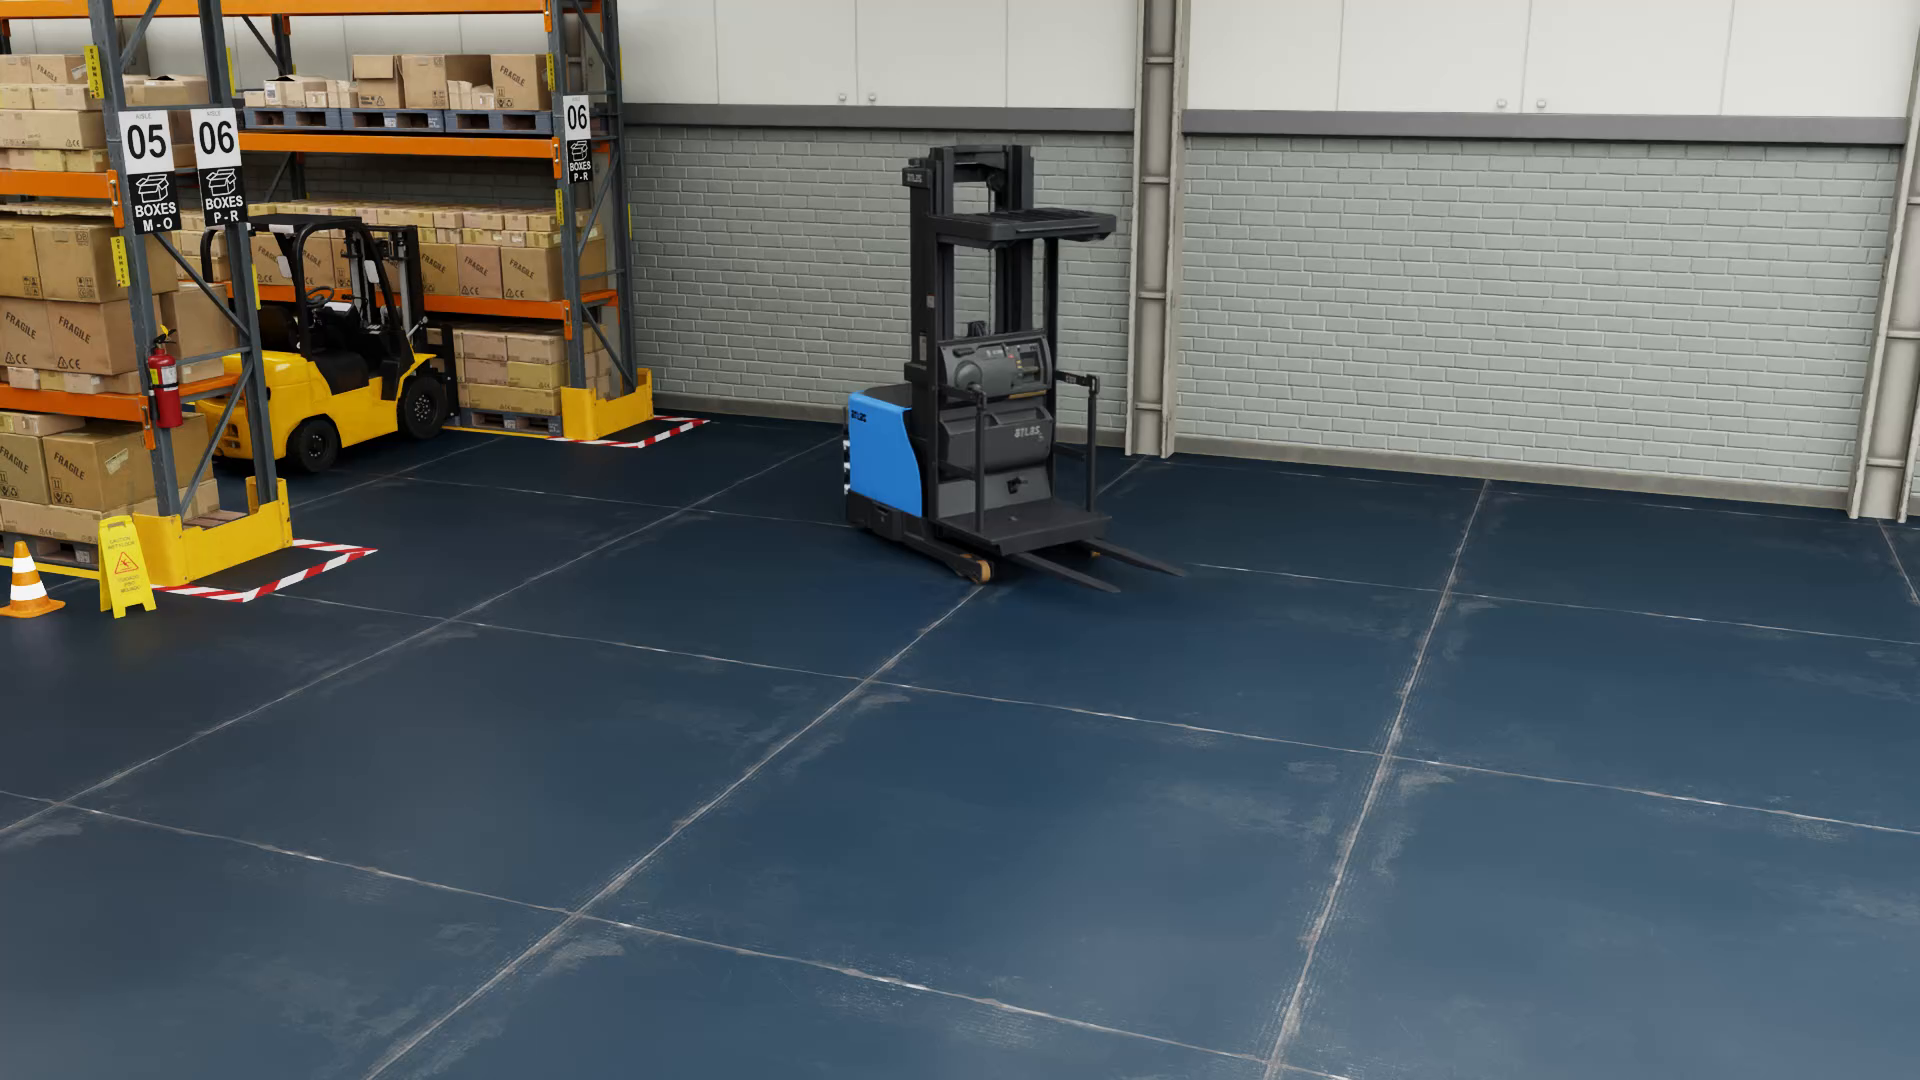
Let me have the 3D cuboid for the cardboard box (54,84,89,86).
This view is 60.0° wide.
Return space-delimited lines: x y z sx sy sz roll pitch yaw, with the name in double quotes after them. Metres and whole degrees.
-6.230 -3.171 11.857 0.250 0.149 0.380 6 17 20 "cardboard box"

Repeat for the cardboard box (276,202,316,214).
-6.751 -3.362 16.997 0.250 0.149 0.380 7 17 21 "cardboard box"

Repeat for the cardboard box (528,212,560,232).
-3.911 -3.043 15.899 0.250 0.149 0.380 6 17 21 "cardboard box"

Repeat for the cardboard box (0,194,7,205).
-11.364 -3.720 19.174 0.500 0.500 0.500 7 18 23 "cardboard box"

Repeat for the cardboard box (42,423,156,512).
-6.159 -0.526 11.940 0.500 0.500 0.500 6 17 21 "cardboard box"

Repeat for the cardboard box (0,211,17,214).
-7.267 -2.104 12.034 0.500 0.500 0.700 6 17 20 "cardboard box"

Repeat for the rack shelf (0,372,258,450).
-7.179 -1.130 12.476 4.000 0.370 1.077 6 17 21 "rack shelf"

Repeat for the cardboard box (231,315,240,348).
-7.711 -2.079 17.962 0.625 0.625 0.875 7 18 23 "cardboard box"

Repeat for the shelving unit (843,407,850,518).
-0.759 -0.607 13.151 0.258 0.900 0.210 -11 20 -34 "shelving unit"

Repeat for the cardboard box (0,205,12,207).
-10.754 -3.627 18.446 0.250 0.149 0.380 7 18 22 "cardboard box"

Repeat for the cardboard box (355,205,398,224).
-5.806 -3.249 16.610 0.250 0.149 0.380 6 17 20 "cardboard box"

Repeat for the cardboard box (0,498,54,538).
-6.648 -0.220 12.230 0.500 0.250 0.500 6 17 21 "cardboard box"

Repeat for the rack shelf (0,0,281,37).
-9.082 -5.516 17.540 4.000 0.370 1.077 6 17 21 "rack shelf"

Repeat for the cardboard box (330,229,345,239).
-6.082 -3.109 16.661 0.250 0.149 0.380 6 17 20 "cardboard box"

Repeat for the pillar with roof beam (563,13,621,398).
-5.397 -4.628 12.475 0.400 9.000 9.100 6 17 21 "pillar with roof beam"

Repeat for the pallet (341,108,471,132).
-5.288 -4.160 16.401 1.213 0.211 1.003 6 17 21 "pallet"

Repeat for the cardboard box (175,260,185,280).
-8.256 -2.929 17.653 0.500 0.250 0.500 6 17 20 "cardboard box"

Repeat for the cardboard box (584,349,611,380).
-3.862 -1.782 16.713 0.500 0.250 0.500 7 17 22 "cardboard box"

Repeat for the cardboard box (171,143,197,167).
-5.508 -2.709 11.695 0.250 0.149 0.380 6 17 21 "cardboard box"

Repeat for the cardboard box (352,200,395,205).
-6.089 -3.446 17.289 0.250 0.149 0.380 6 17 20 "cardboard box"

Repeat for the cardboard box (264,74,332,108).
-6.537 -4.467 16.527 0.500 0.311 0.500 7 17 22 "cardboard box"

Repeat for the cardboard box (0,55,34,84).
-9.852 -4.952 17.859 0.500 0.500 0.700 6 17 20 "cardboard box"

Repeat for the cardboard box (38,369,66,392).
-6.252 -1.162 11.746 0.250 0.149 0.380 6 17 20 "cardboard box"

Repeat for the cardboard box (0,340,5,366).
-6.853 -1.550 11.920 0.500 0.500 0.500 6 17 20 "cardboard box"

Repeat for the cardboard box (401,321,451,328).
-5.462 -2.040 16.704 0.500 0.250 0.500 6 17 20 "cardboard box"

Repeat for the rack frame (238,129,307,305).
-7.221 -2.968 17.516 0.127 3.000 1.000 6 17 21 "rack frame"

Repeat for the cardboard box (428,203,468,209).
-5.163 -3.316 16.840 0.250 0.149 0.380 6 17 21 "cardboard box"

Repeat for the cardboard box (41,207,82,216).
-9.764 -3.539 18.142 0.250 0.149 0.380 6 17 21 "cardboard box"

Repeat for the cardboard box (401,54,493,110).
-4.918 -4.410 15.990 0.500 0.500 0.700 6 17 21 "cardboard box"

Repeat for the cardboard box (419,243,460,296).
-5.011 -2.697 16.403 0.500 0.500 0.500 6 17 20 "cardboard box"

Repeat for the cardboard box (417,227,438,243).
-5.128 -3.006 16.304 0.250 0.149 0.380 6 17 21 "cardboard box"

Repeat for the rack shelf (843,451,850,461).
-0.759 -0.662 13.135 0.258 0.077 0.200 -11 20 -34 "rack shelf"

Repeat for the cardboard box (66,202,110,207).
-9.809 -3.709 18.725 0.250 0.149 0.380 6 17 20 "cardboard box"

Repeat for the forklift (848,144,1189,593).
0.388 -1.254 11.734 1.130 2.935 3.031 -11 20 -34 "forklift"

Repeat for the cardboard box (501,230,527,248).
-4.174 -2.899 15.937 0.250 0.149 0.380 7 17 22 "cardboard box"

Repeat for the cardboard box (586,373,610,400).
-3.886 -1.541 16.779 0.500 0.250 0.500 6 17 21 "cardboard box"

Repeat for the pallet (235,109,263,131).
-8.047 -4.403 17.424 1.217 0.209 0.805 6 17 18 "pallet"

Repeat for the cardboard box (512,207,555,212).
-4.216 -3.210 16.473 0.250 0.149 0.380 7 17 22 "cardboard box"

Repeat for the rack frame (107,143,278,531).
-5.318 -1.271 11.671 0.127 3.000 1.000 6 17 21 "rack frame"

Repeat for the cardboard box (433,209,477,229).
-4.893 -3.122 16.173 0.250 0.149 0.380 7 18 22 "cardboard box"

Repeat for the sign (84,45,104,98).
-5.541 -2.995 10.640 0.005 0.325 0.100 6 17 21 "sign"

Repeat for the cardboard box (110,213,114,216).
-8.820 -3.428 17.757 0.250 0.149 0.380 6 17 21 "cardboard box"

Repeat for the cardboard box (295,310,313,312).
-6.693 -2.329 17.701 0.500 0.250 0.500 7 17 22 "cardboard box"

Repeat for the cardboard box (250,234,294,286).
-6.904 -2.903 17.112 0.500 0.500 0.500 6 17 19 "cardboard box"

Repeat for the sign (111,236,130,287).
-5.541 -1.837 10.977 0.005 0.325 0.100 6 17 21 "sign"

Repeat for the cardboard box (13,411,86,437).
-6.525 -0.858 11.919 0.250 0.149 0.380 7 18 22 "cardboard box"

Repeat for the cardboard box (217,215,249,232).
-7.621 -3.305 17.334 0.250 0.149 0.380 7 18 23 "cardboard box"

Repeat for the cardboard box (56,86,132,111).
-5.741 -2.932 11.032 0.250 0.149 0.380 6 17 21 "cardboard box"

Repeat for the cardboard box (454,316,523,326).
-4.806 -2.122 16.989 0.500 0.250 0.500 6 17 20 "cardboard box"

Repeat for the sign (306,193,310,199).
-7.019 -3.566 17.881 0.005 0.325 0.100 6 17 21 "sign"

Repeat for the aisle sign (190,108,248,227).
-5.147 -2.593 11.563 0.004 0.787 0.394 6 17 21 "aisle sign"

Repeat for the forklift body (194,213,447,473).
-5.934 -1.872 15.263 1.214 2.155 2.313 6 17 21 "forklift body"

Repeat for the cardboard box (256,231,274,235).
-7.021 -3.226 17.064 0.250 0.149 0.380 6 17 20 "cardboard box"

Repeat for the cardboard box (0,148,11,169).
-6.442 -2.651 11.495 0.250 0.149 0.380 6 17 21 "cardboard box"

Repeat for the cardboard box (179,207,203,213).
-8.400 -3.538 18.139 0.250 0.149 0.380 6 17 21 "cardboard box"
